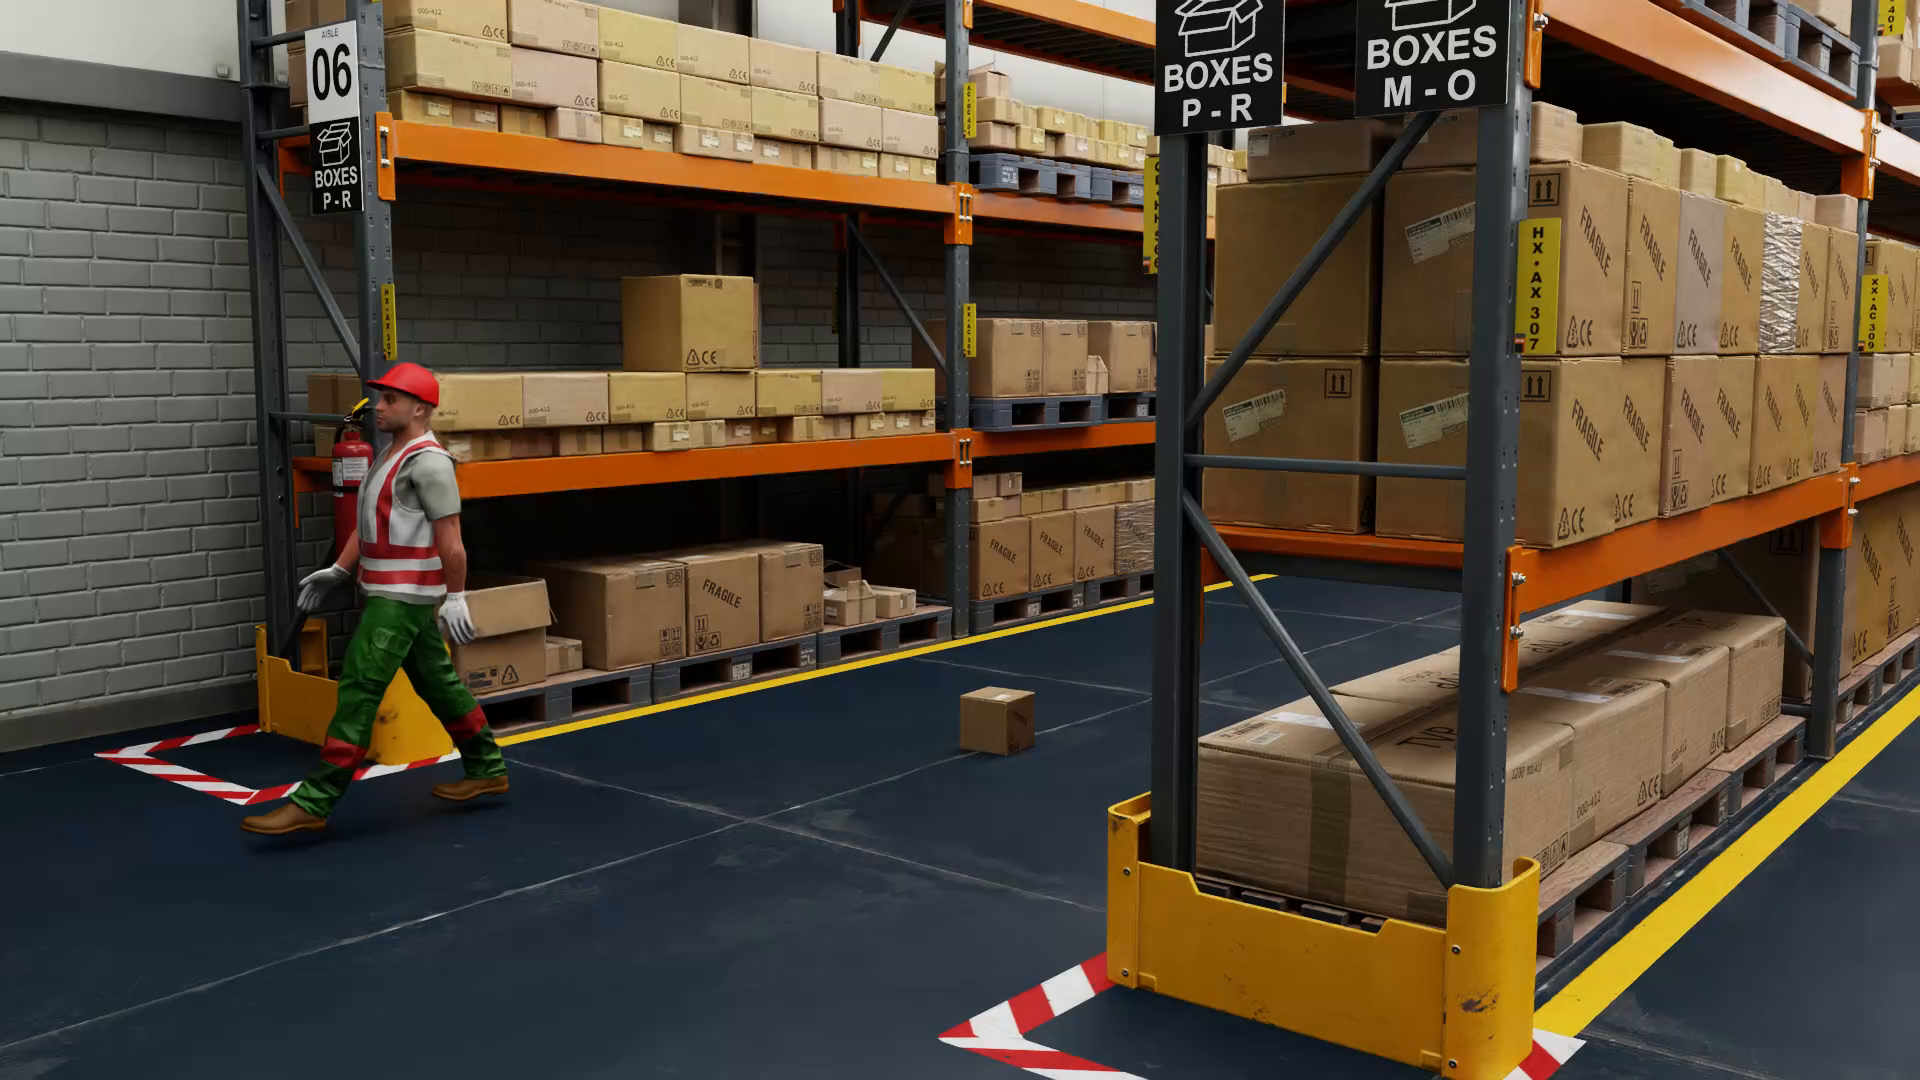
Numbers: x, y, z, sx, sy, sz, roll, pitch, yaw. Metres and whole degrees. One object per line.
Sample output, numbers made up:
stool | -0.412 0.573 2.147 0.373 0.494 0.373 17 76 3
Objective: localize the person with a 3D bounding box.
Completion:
person | -2.237 0.194 6.308 1.021 1.722 0.530 -4 8 -30
